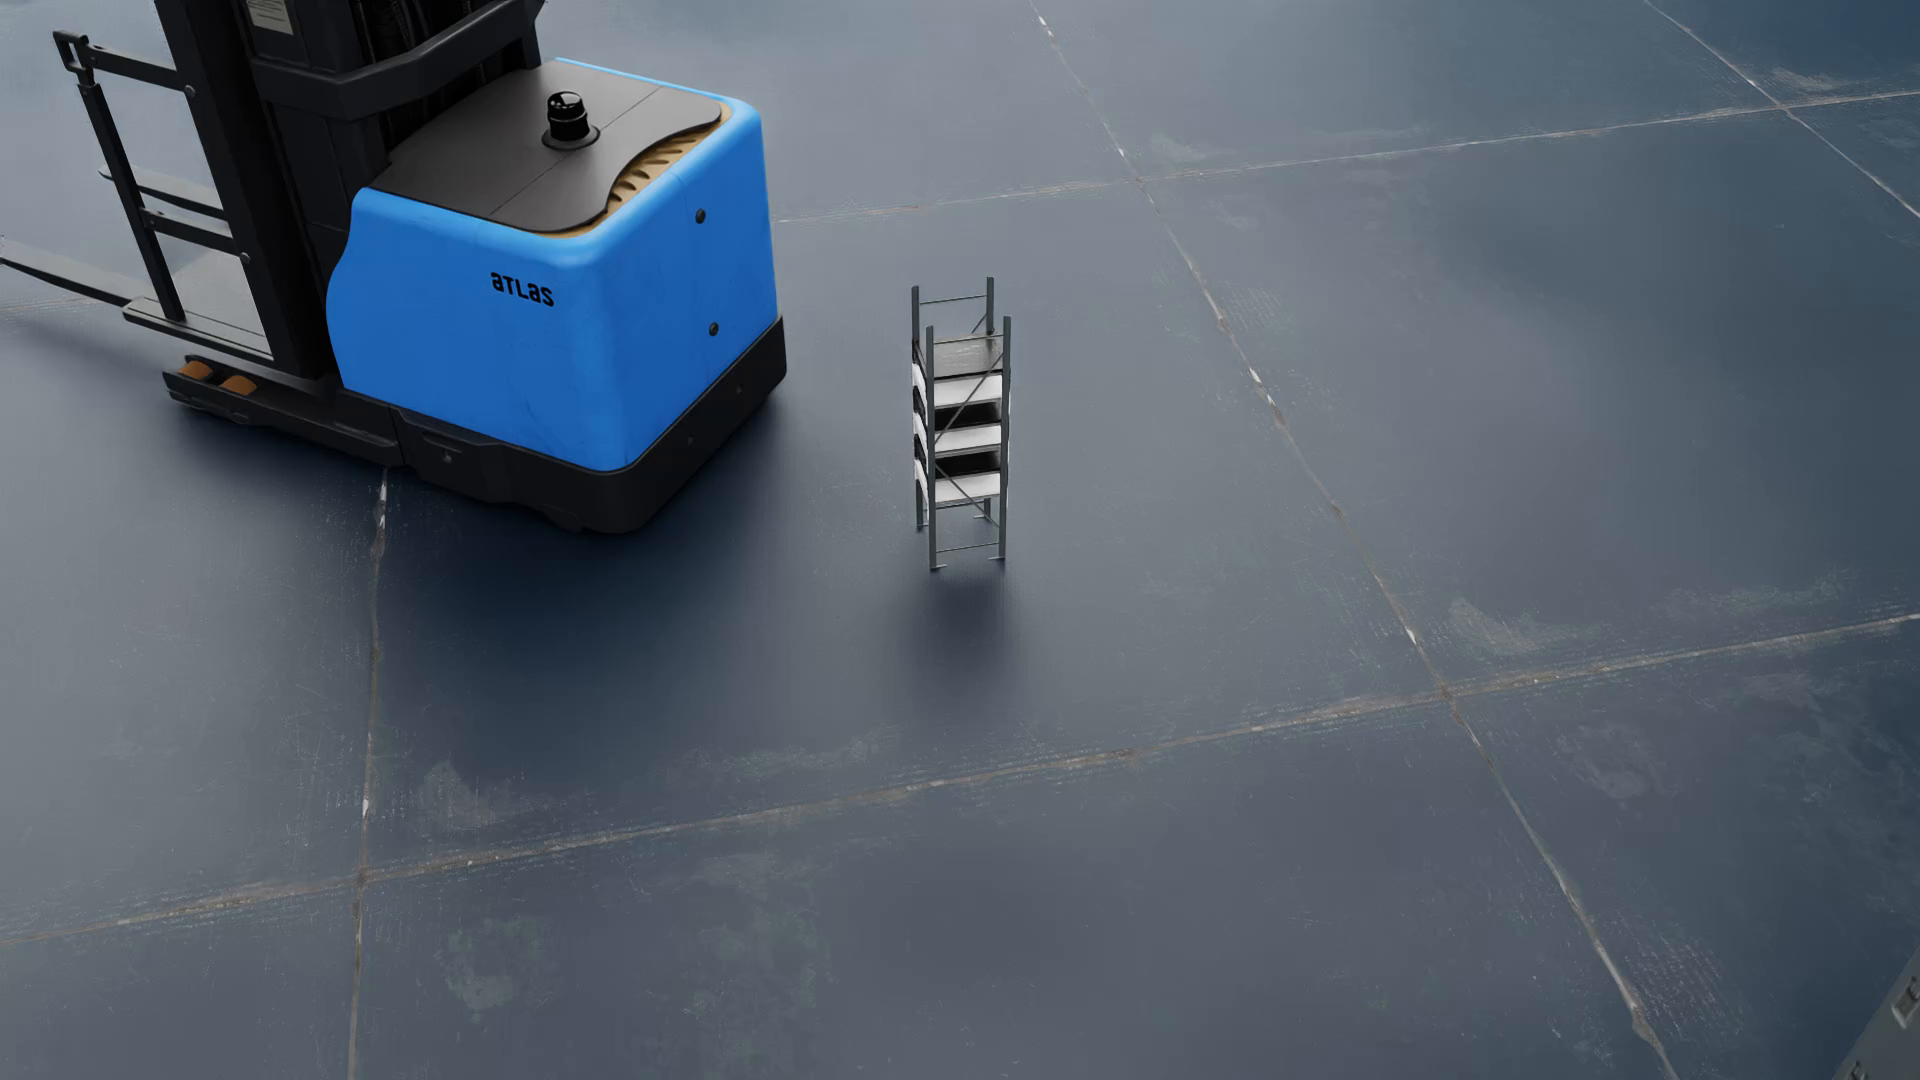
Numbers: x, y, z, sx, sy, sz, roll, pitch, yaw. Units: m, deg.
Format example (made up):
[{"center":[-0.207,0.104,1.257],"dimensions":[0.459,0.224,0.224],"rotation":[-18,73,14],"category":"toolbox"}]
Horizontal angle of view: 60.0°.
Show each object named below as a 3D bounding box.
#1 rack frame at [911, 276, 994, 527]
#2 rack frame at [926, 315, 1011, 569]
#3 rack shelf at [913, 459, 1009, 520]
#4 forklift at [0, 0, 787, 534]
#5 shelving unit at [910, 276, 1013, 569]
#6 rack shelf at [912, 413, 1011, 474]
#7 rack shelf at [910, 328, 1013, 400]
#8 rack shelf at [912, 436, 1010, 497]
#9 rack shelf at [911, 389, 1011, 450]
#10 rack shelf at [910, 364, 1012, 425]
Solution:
[{"center":[-0.020,-0.397,5.020],"dimensions":[0.240,0.900,0.006],"rotation":[-8,42,-9],"category":"rack frame"},{"center":[0.024,-0.265,4.871],"dimensions":[0.240,0.900,0.006],"rotation":[-8,42,-9],"category":"rack frame"},{"center":[0.002,-0.172,5.087],"dimensions":[0.258,0.077,0.200],"rotation":[-8,42,-9],"category":"rack shelf"},{"center":[-2.160,-1.787,5.055],"dimensions":[3.031,2.935,1.130],"rotation":[18,45,19],"category":"forklift"},{"center":[0.002,-0.331,4.945],"dimensions":[0.258,0.900,0.210],"rotation":[-8,42,-9],"category":"shelving unit"},{"center":[0.002,-0.306,4.967],"dimensions":[0.258,0.077,0.200],"rotation":[-8,42,-9],"category":"rack shelf"},{"center":[0.002,-0.508,4.788],"dimensions":[0.258,0.077,0.200],"rotation":[-8,42,-9],"category":"rack shelf"},{"center":[0.002,-0.239,5.027],"dimensions":[0.258,0.077,0.200],"rotation":[-8,42,-9],"category":"rack shelf"},{"center":[0.002,-0.374,4.908],"dimensions":[0.258,0.077,0.200],"rotation":[-8,42,-9],"category":"rack shelf"},{"center":[0.002,-0.441,4.848],"dimensions":[0.258,0.077,0.200],"rotation":[-8,42,-9],"category":"rack shelf"}]
